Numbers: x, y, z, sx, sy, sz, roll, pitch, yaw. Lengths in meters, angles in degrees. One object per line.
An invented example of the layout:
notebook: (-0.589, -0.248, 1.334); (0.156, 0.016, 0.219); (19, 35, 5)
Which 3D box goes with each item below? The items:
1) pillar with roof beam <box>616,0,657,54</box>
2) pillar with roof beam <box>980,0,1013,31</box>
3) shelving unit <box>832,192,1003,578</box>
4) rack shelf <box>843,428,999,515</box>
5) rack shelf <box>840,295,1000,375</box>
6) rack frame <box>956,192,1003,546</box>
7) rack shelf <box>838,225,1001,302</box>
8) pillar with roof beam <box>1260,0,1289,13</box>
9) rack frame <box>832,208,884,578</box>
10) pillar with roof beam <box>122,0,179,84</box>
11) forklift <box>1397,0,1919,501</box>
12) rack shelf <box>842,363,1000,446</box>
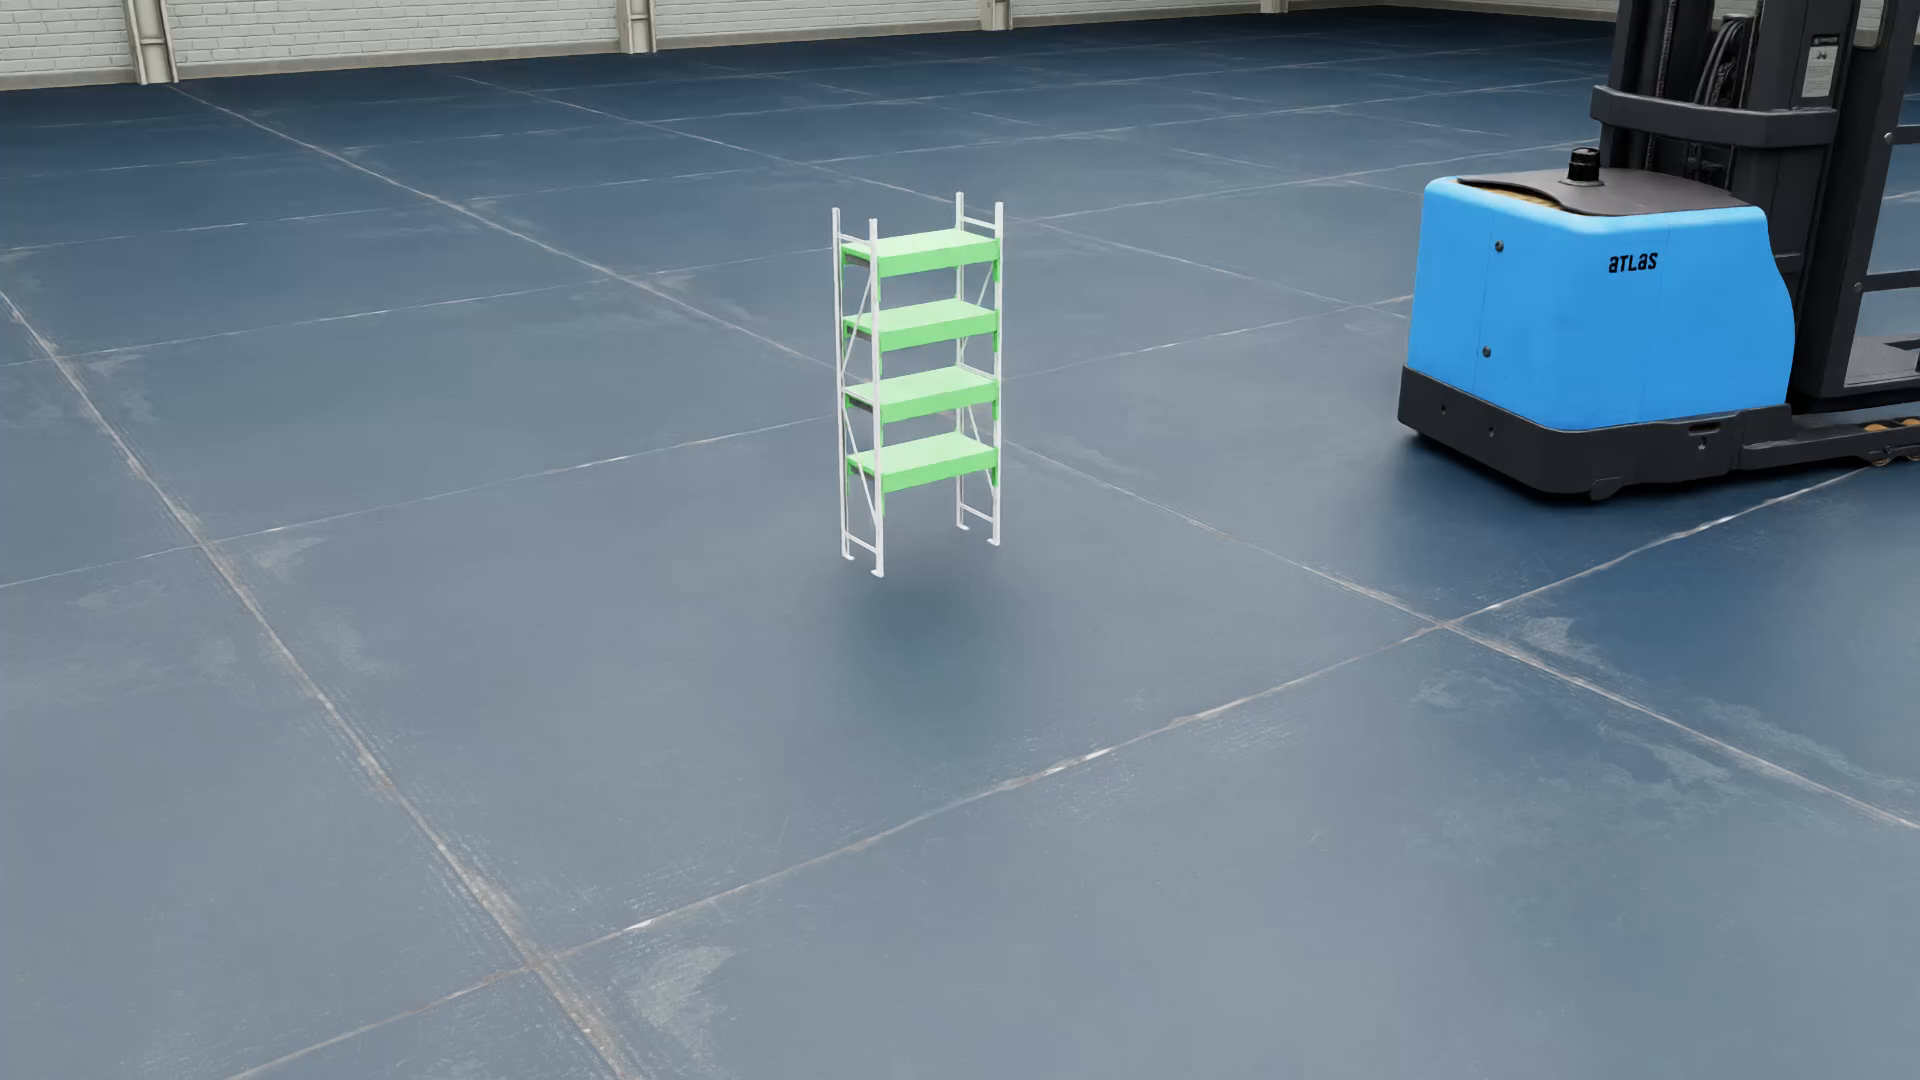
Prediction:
pillar with roof beam: (-1.797, -9.424, 17.372); (0.400, 9.000, 9.100); (-15, 26, -33)
pillar with roof beam: (3.073, -10.723, 20.627); (0.400, 9.000, 9.100); (-15, 26, -33)
shelving unit: (-0.134, -0.521, 5.584); (0.503, 1.200, 0.258); (-15, 26, -33)
rack shelf: (-0.134, -0.239, 5.697); (0.480, 0.148, 0.258); (-15, 26, -33)
rack shelf: (-0.134, -0.685, 5.519); (0.480, 0.148, 0.258); (-15, 26, -33)
rack frame: (0.064, -0.574, 5.717); (0.015, 1.200, 0.240); (-15, 26, -33)
rack shelf: (-0.134, -0.908, 5.430); (0.480, 0.148, 0.258); (-15, 26, -33)
pillar with roof beam: (7.944, -12.022, 23.881); (0.400, 9.000, 9.100); (-15, 26, -33)
rack frame: (-0.332, -0.469, 5.452); (0.015, 1.200, 0.240); (-15, 26, -33)
pillar with roof beam: (-6.667, -8.126, 14.117); (0.400, 9.000, 9.100); (-15, 26, -33)
forklift: (3.403, -1.830, 6.528); (3.031, 2.935, 1.130); (-8, 23, -19)
rack shelf: (-0.134, -0.462, 5.608); (0.480, 0.148, 0.258); (-15, 26, -33)
